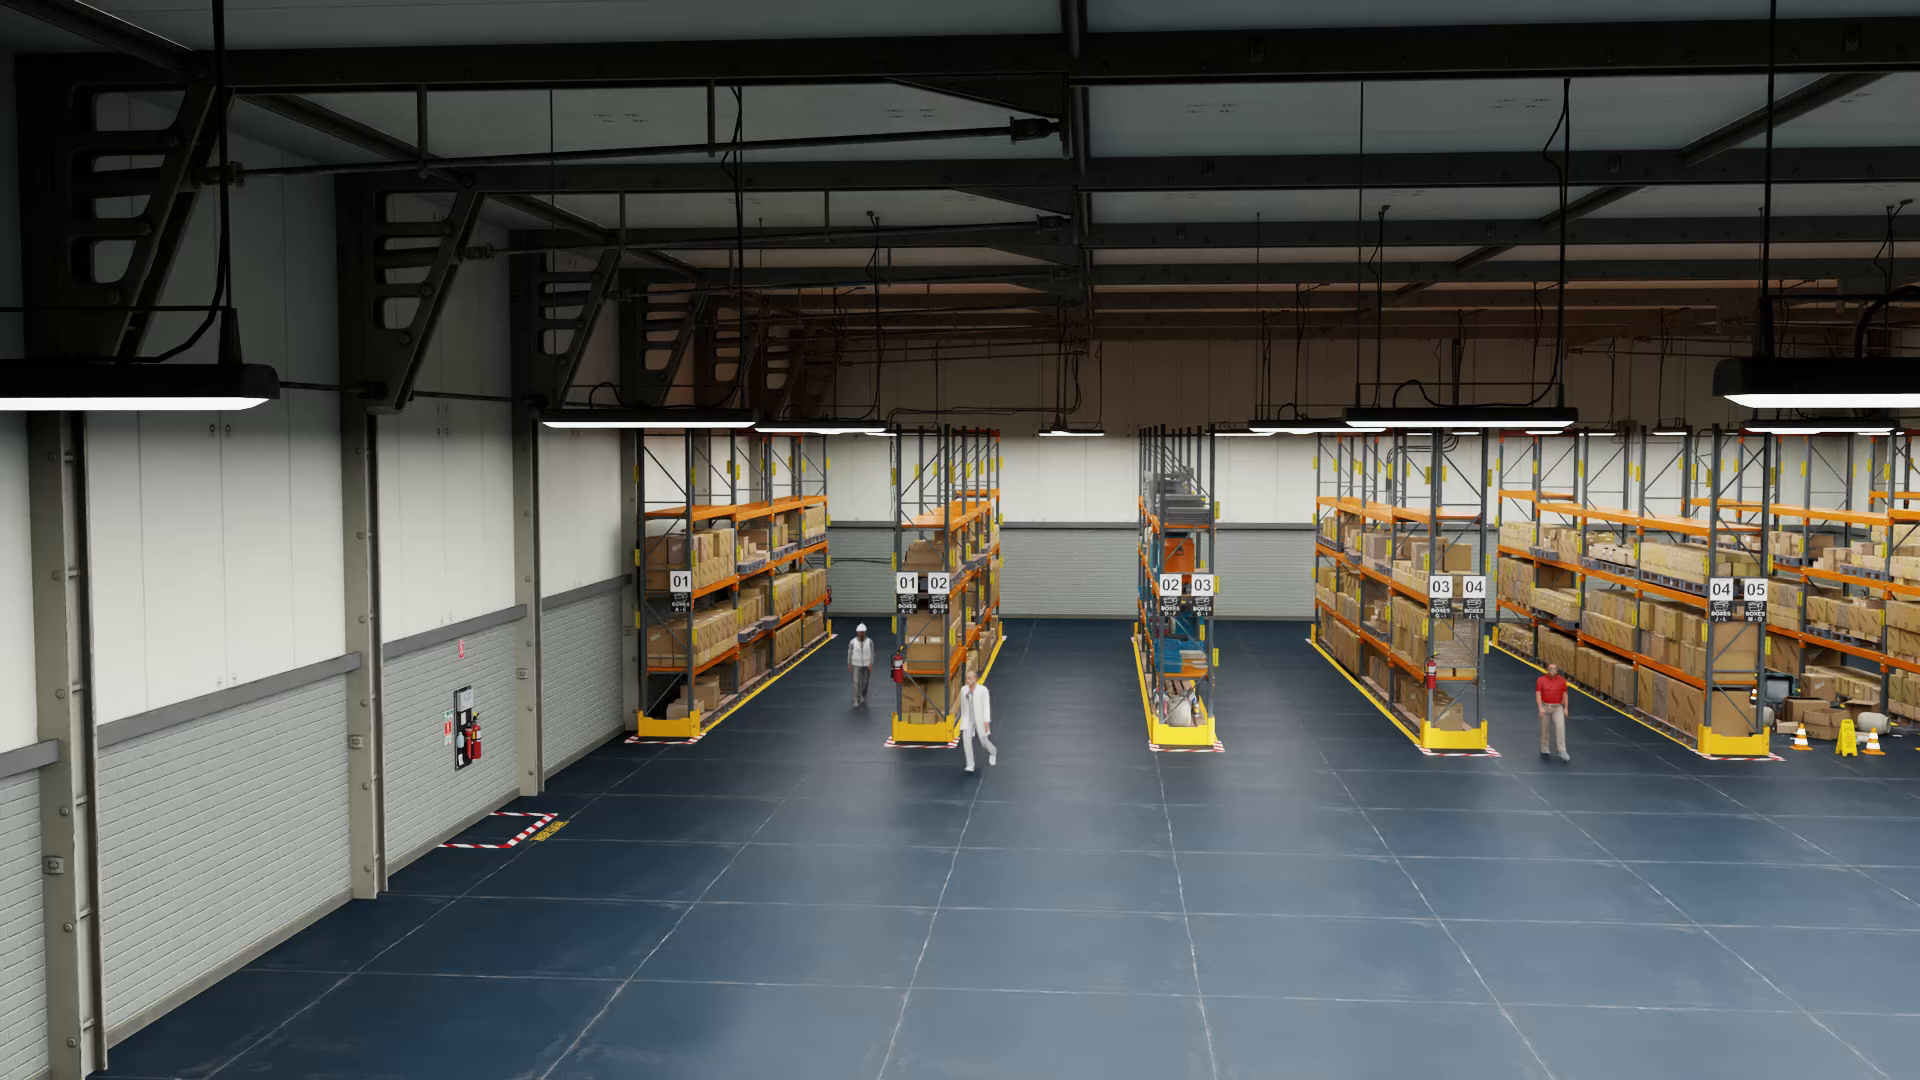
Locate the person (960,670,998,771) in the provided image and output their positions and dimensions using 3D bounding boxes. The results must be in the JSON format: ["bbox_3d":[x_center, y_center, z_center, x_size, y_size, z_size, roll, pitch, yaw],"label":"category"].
[{"bbox_3d":[0.274,3.110,28.794,0.615,1.722,0.862,2,4,30],"label":"person"}]

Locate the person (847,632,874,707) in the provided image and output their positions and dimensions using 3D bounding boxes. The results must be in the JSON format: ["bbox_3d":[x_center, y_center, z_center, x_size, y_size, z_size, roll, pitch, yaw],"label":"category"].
[{"bbox_3d":[-2.124,2.710,35.630,0.592,1.675,0.989,-1,4,-23],"label":"person"}]

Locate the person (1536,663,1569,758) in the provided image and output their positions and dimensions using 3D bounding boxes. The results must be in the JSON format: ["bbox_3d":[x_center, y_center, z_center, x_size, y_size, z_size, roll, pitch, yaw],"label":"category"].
[{"bbox_3d":[10.622,3.047,29.835,0.578,1.668,1.034,1,4,23],"label":"person"}]

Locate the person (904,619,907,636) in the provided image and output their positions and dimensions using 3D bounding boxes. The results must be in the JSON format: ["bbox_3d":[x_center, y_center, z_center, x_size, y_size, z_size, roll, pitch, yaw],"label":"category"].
[{"bbox_3d":[-1.356,1.918,48.128,0.562,1.801,0.652,0,3,4],"label":"person"}]
